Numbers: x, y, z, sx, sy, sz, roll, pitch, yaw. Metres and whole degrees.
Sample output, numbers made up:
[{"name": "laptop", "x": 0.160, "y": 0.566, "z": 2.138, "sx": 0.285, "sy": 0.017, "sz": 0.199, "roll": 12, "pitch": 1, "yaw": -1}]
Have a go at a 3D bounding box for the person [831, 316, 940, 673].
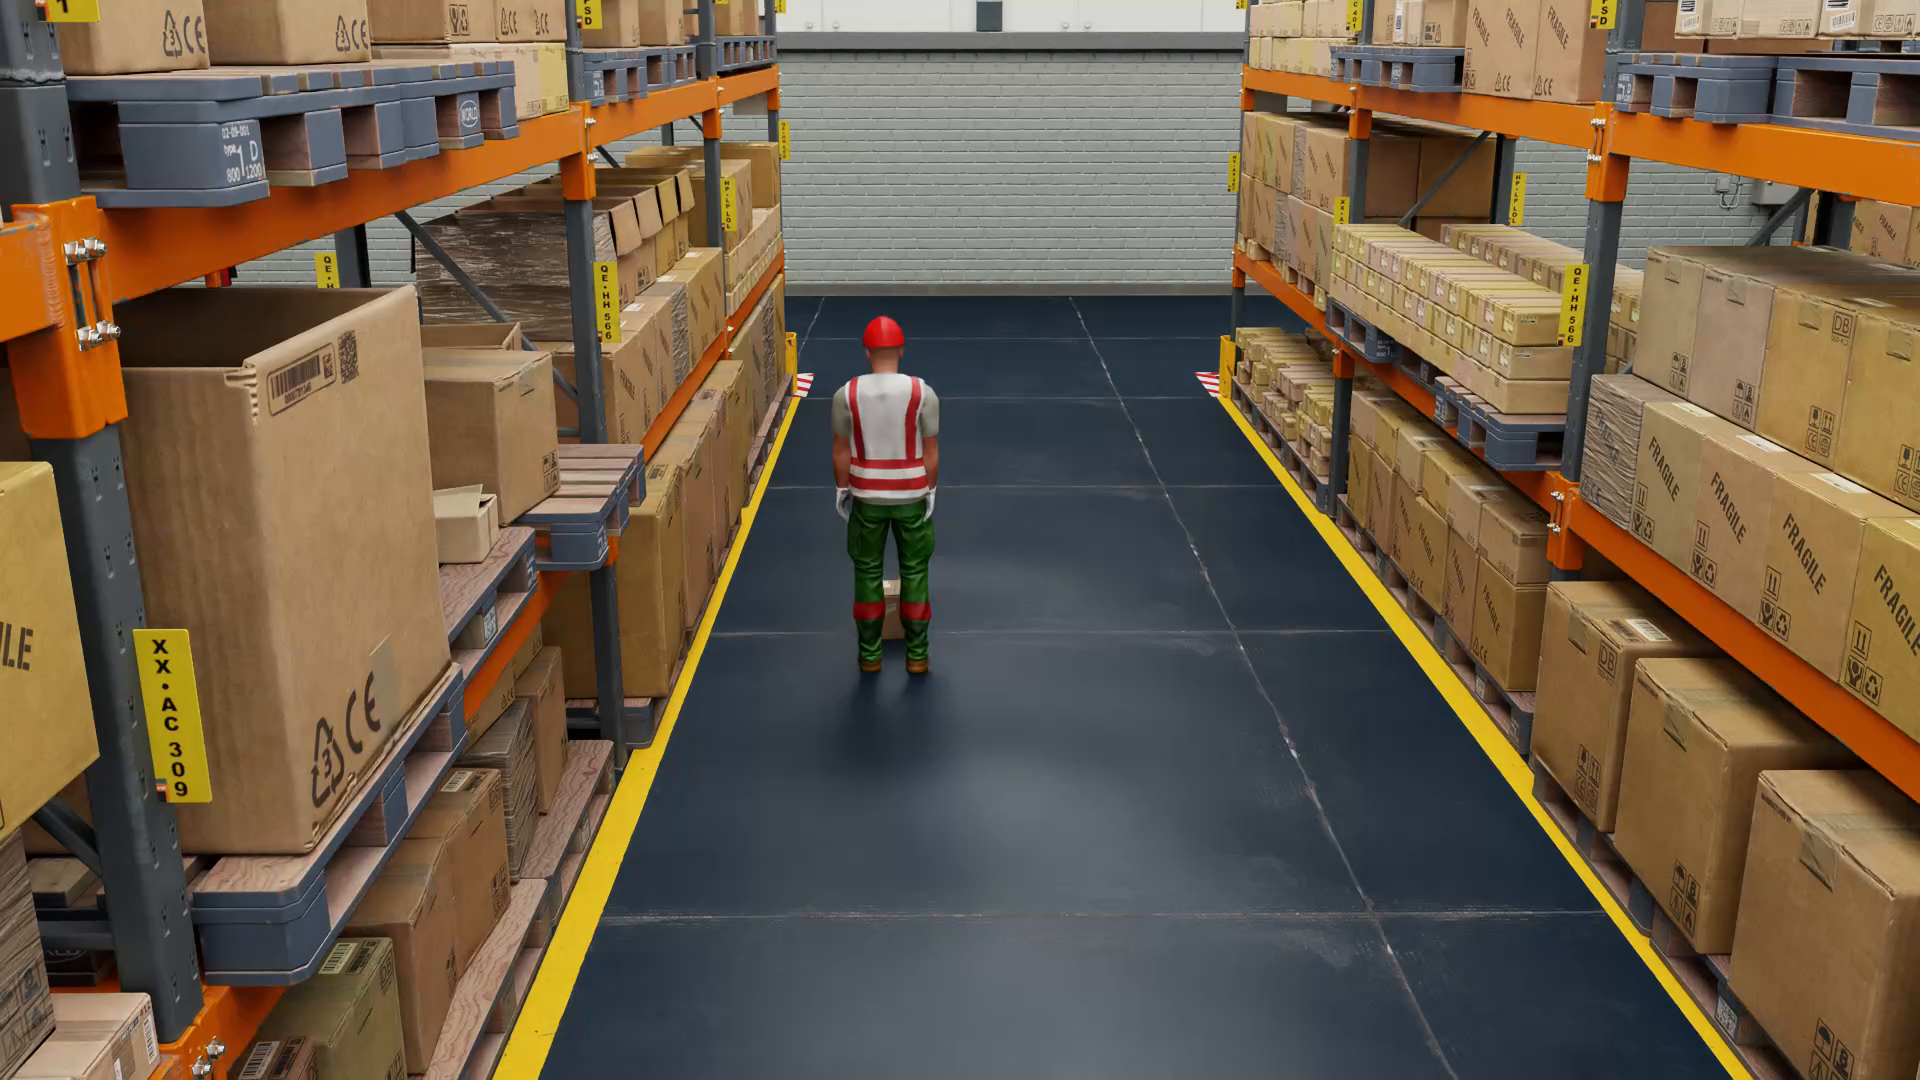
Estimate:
[{"name": "person", "x": -0.362, "y": -0.213, "z": 8.226, "sx": 0.527, "sy": 1.785, "sz": 0.344, "roll": 0, "pitch": 17, "yaw": 0}]
